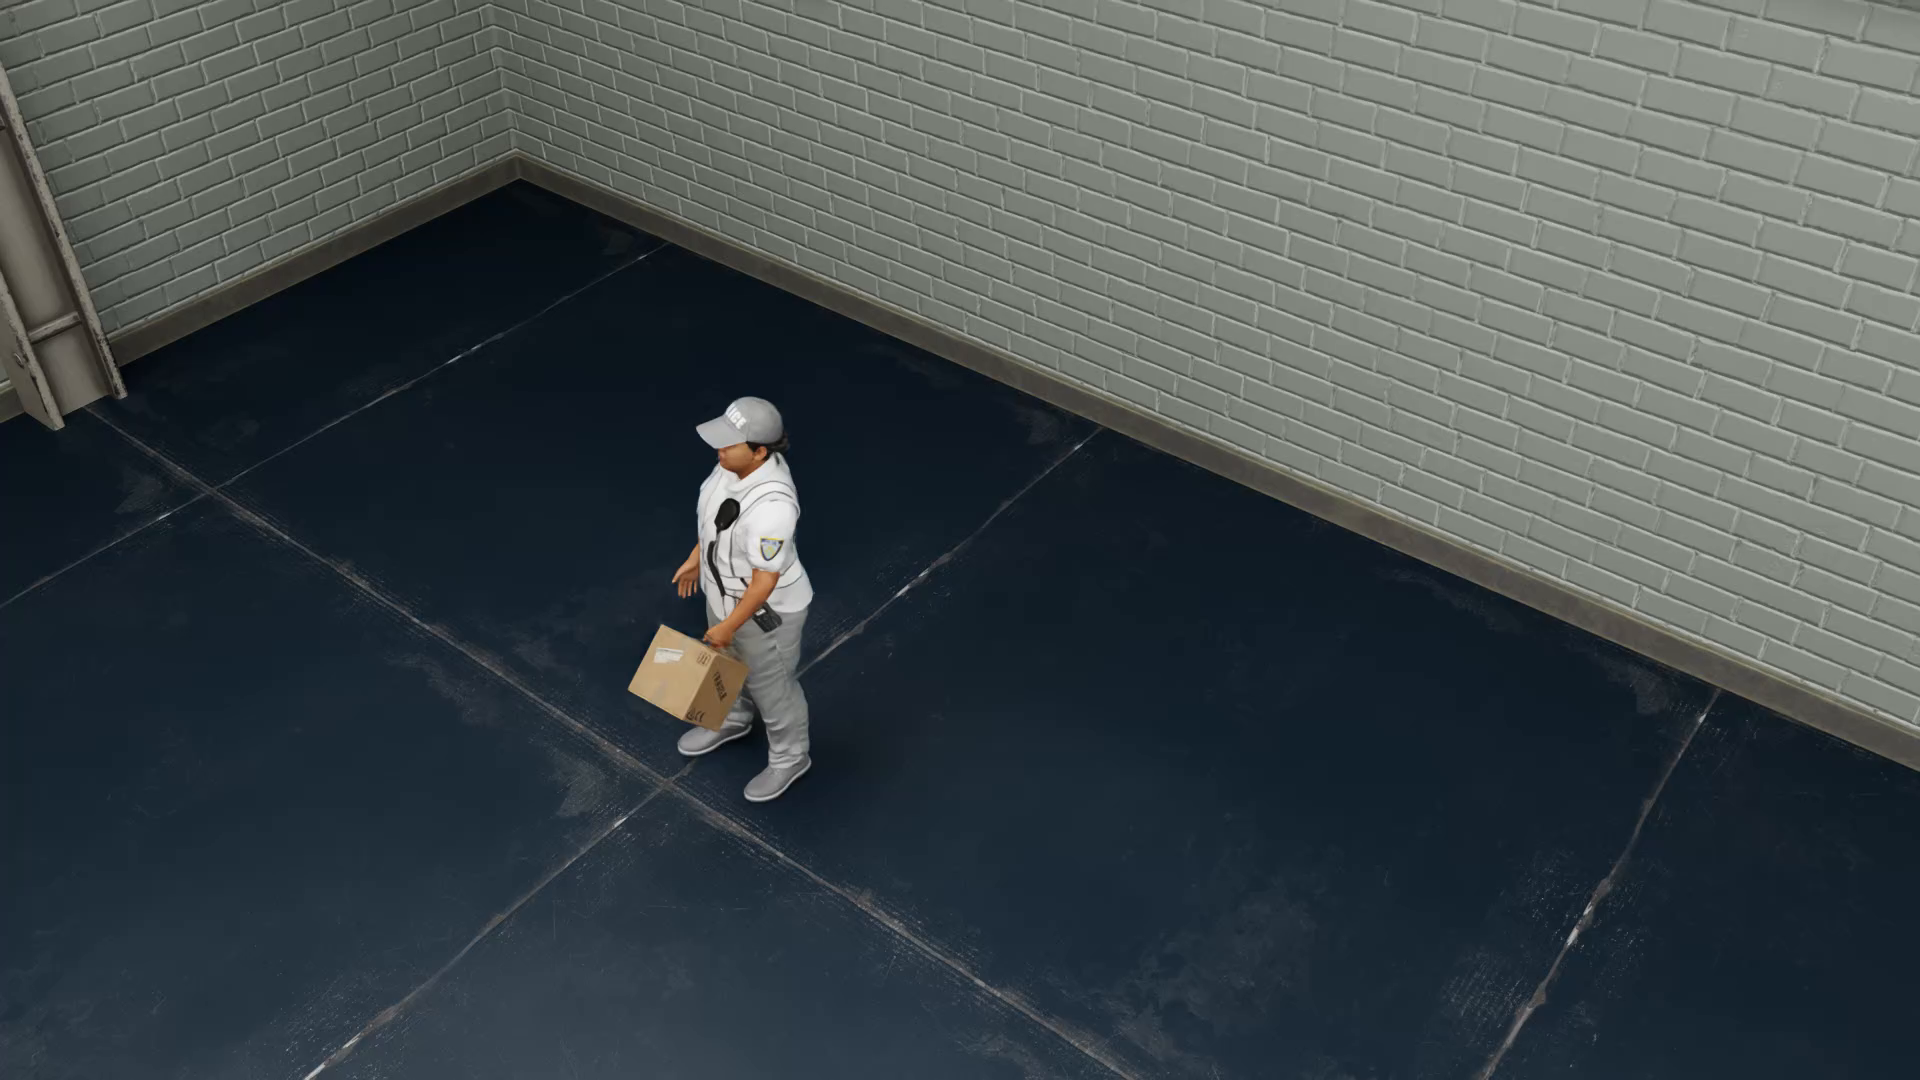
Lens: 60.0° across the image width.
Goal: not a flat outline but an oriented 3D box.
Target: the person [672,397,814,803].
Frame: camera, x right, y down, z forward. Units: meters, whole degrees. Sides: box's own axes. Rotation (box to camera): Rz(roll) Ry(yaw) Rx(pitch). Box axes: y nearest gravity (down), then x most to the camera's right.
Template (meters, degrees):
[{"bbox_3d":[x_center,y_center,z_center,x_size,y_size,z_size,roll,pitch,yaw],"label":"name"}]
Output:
[{"bbox_3d":[-0.784,0.221,5.863,0.511,1.669,0.512,-15,41,-17],"label":"person"}]
